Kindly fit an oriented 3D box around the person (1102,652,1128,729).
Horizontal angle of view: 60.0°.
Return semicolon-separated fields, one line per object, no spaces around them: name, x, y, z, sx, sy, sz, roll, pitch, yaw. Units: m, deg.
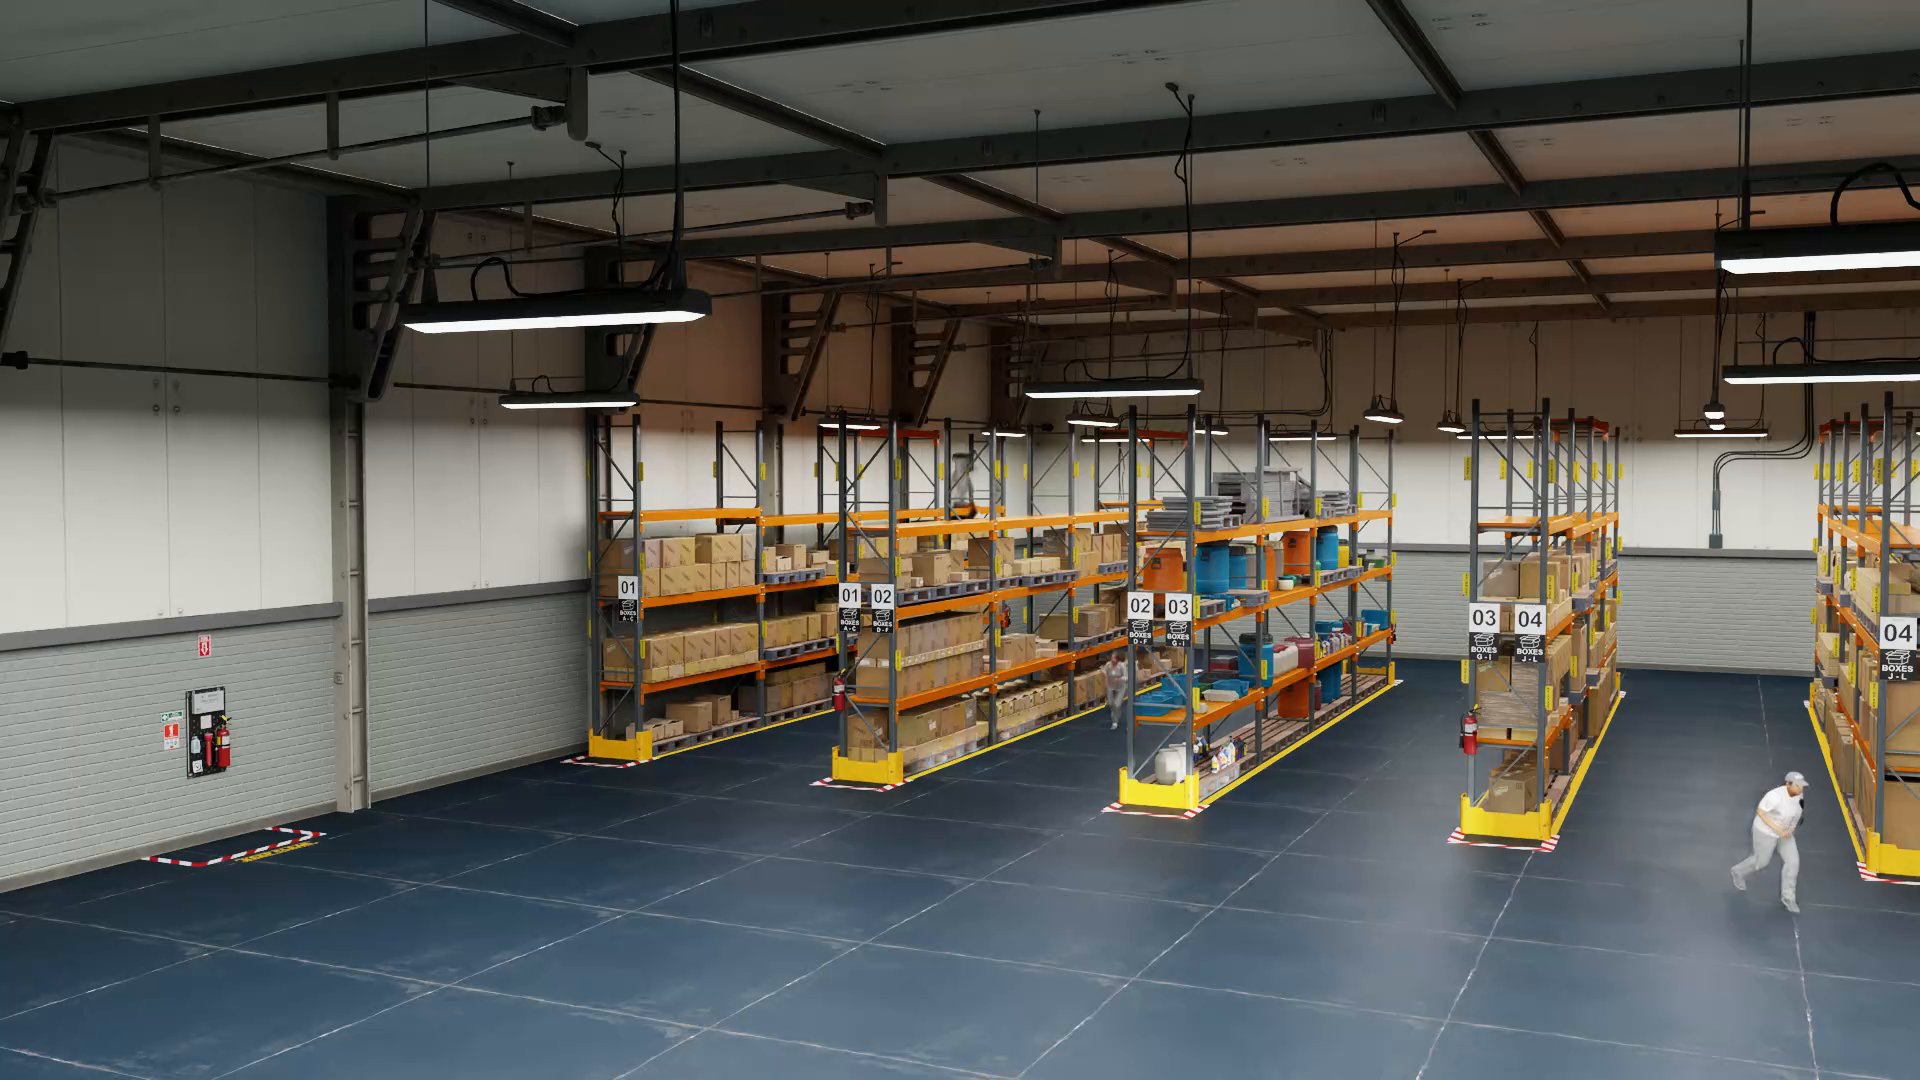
person;2.993;2.971;32.256;0.524;1.425;0.669;1;2;12

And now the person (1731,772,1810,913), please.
person;9.404;3.438;19.276;0.639;1.627;1.014;-1;3;-23
